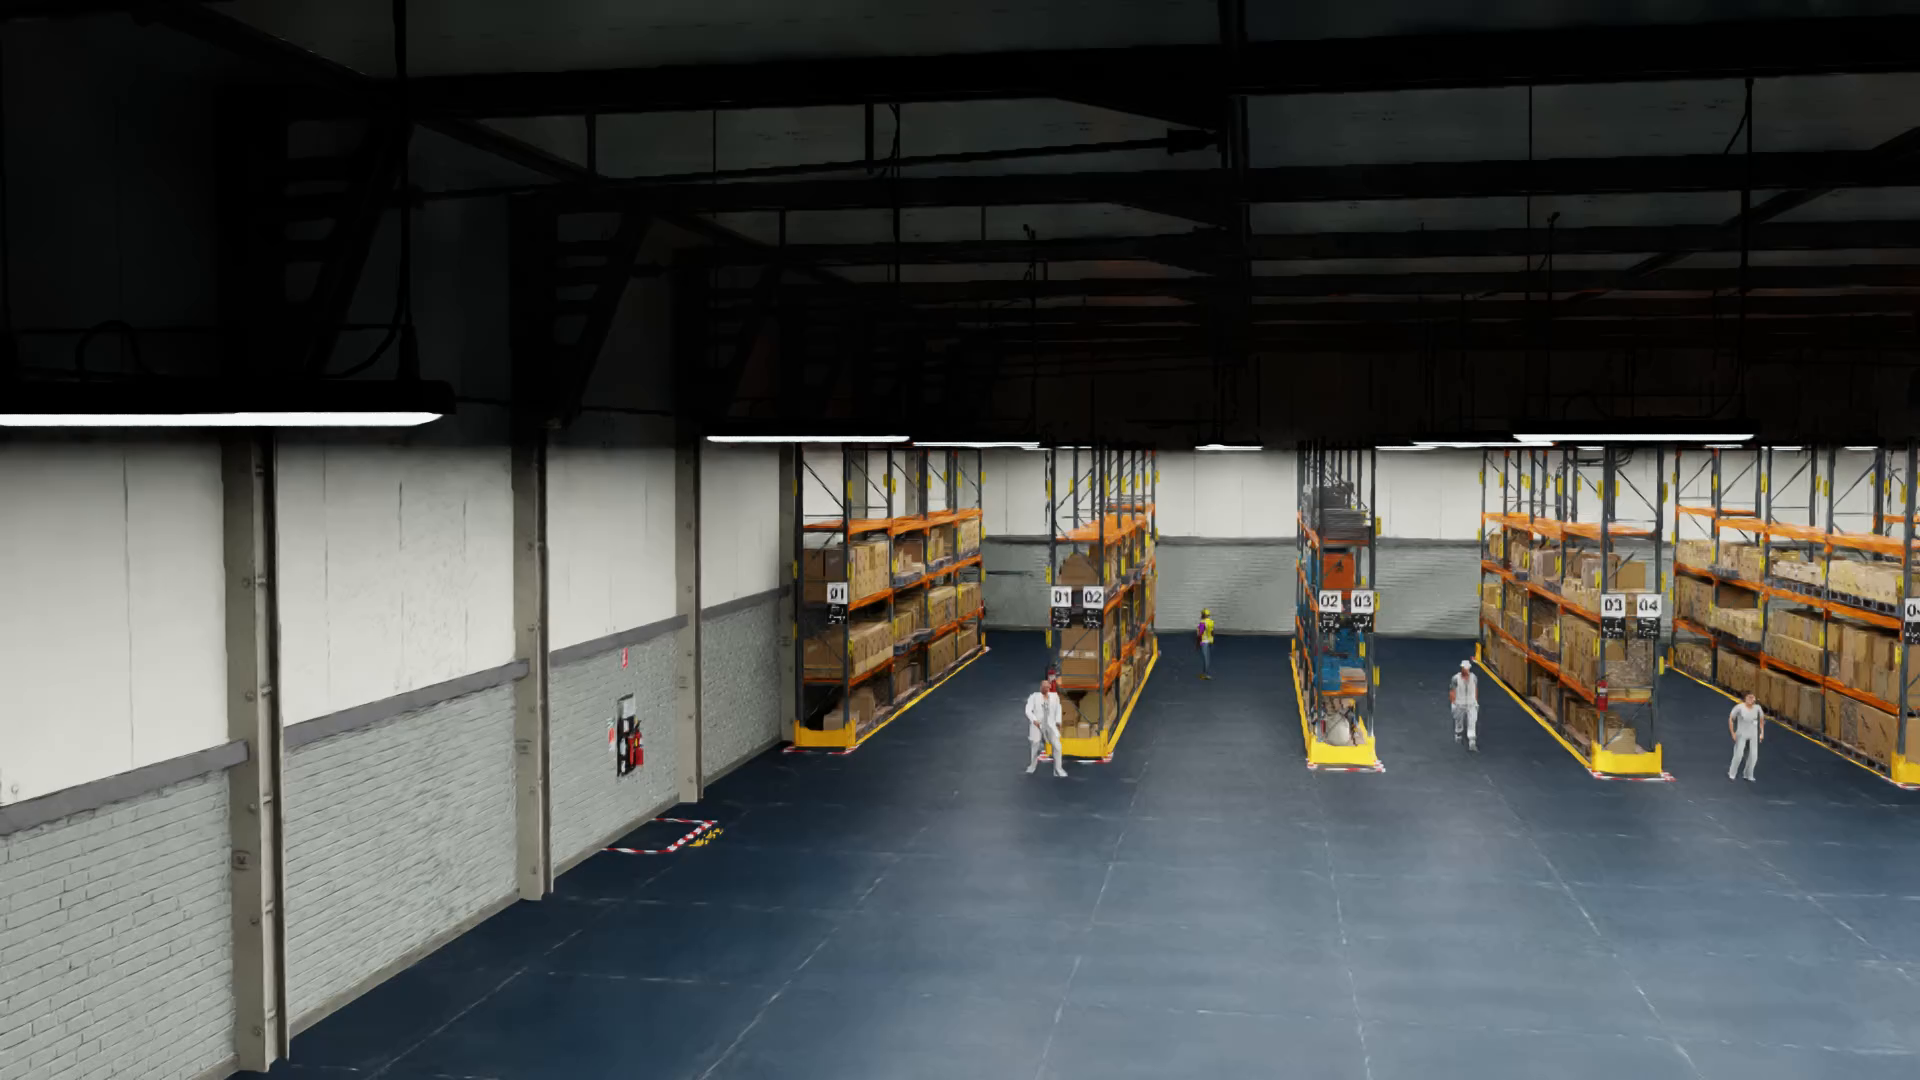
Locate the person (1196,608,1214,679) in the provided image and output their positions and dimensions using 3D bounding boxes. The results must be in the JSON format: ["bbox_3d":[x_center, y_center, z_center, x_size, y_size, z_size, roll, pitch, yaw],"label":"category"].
[{"bbox_3d":[6.181,2.605,42.019,0.559,1.762,0.661,2,4,38],"label":"person"}]

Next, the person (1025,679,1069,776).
[{"bbox_3d":[1.490,3.297,29.409,0.735,1.712,0.905,0,3,-7],"label":"person"}]

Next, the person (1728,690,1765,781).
[{"bbox_3d":[13.646,3.391,28.874,0.580,1.619,0.507,0,3,8],"label":"person"}]

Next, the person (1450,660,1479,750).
[{"bbox_3d":[9.744,3.153,32.100,0.553,1.709,1.123,1,3,12],"label":"person"}]
